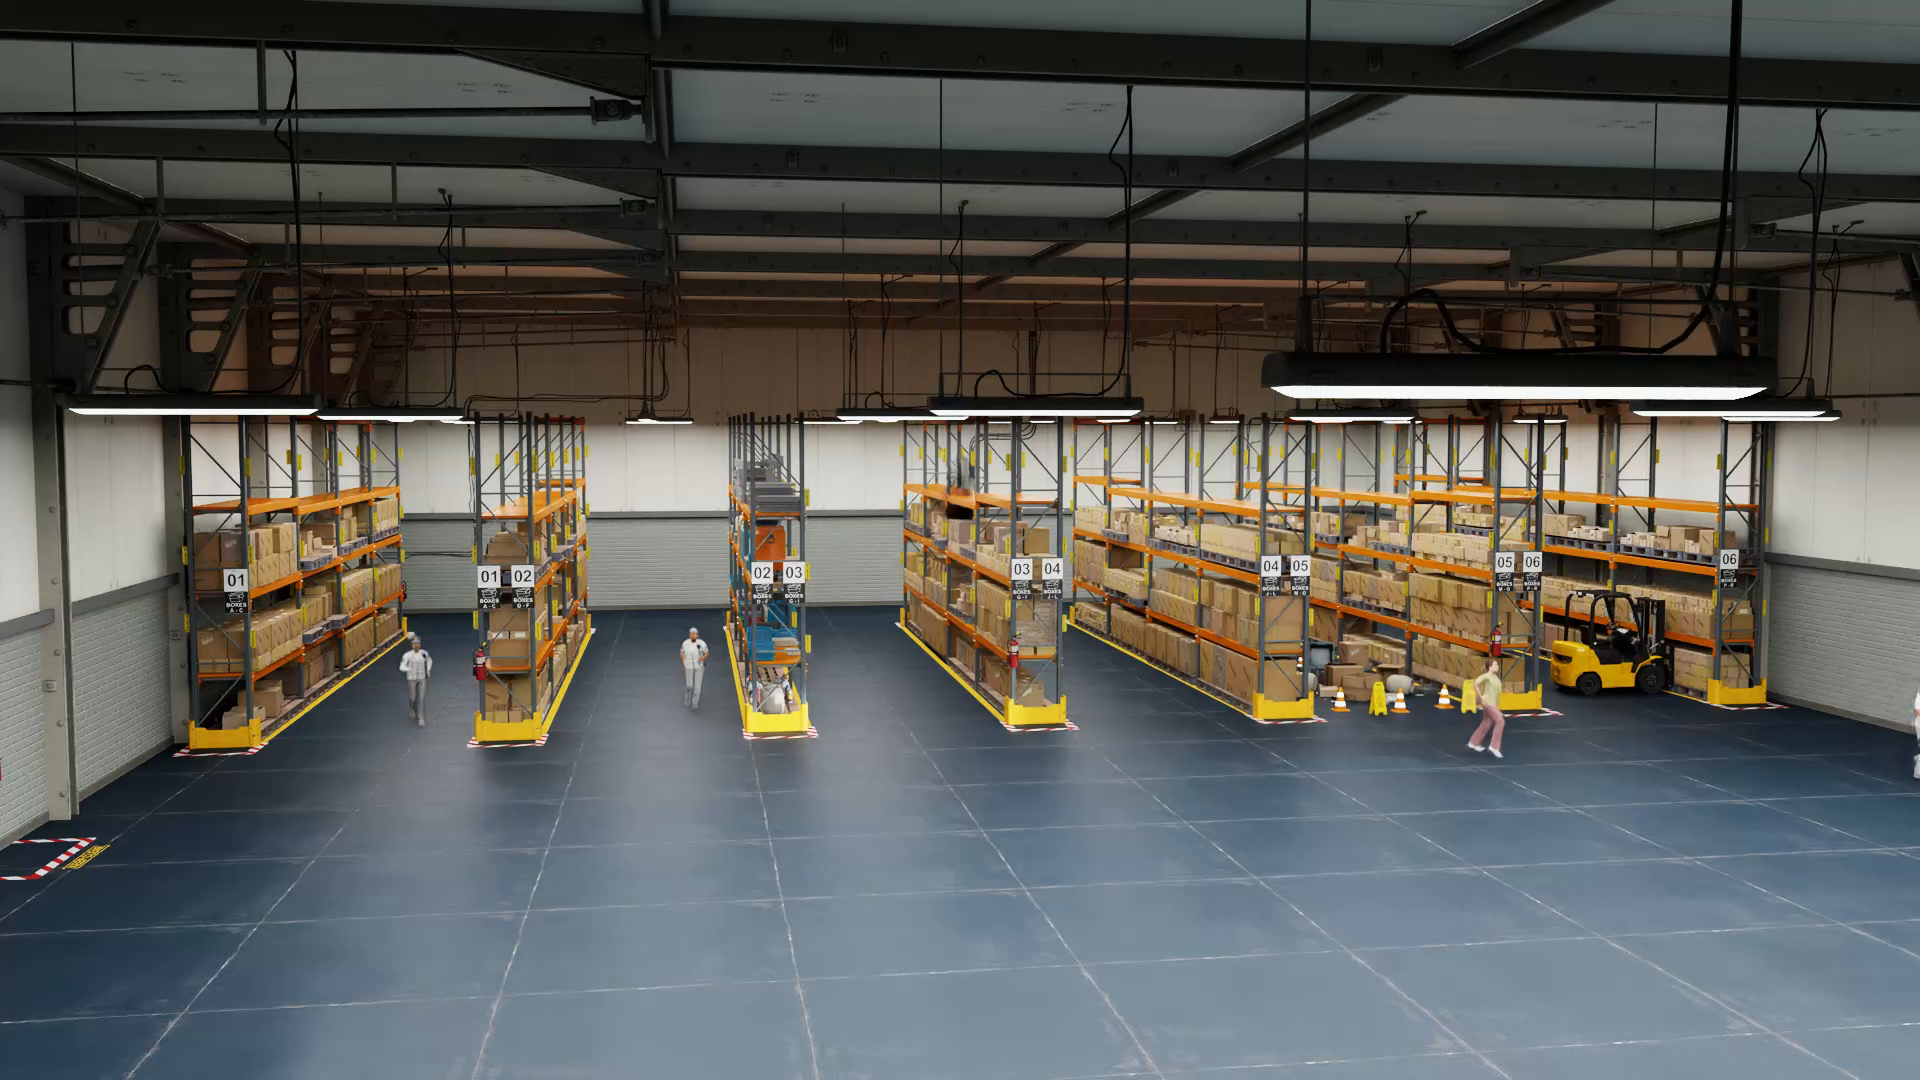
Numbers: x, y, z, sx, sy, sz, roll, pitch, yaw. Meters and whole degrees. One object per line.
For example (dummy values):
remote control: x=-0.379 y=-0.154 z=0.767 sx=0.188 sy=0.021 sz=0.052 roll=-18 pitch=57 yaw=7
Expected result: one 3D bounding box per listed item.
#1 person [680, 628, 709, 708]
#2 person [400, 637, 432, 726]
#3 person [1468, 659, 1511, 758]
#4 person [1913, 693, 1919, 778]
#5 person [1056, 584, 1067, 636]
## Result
person: x=-5.397 y=2.607 z=33.784 sx=0.588 sy=1.633 sz=0.567 roll=0 pitch=4 yaw=-5
person: x=-10.408 y=2.675 z=31.889 sx=0.617 sy=1.667 sz=0.957 roll=-2 pitch=4 yaw=-25
person: x=9.225 y=2.922 z=28.997 sx=0.732 sy=1.723 sz=0.558 roll=3 pitch=5 yaw=35
person: x=15.715 y=3.017 z=26.819 sx=0.673 sy=1.735 sz=0.608 roll=-2 pitch=4 yaw=-24
person: x=2.575 y=1.721 z=45.281 sx=0.659 sy=1.771 sz=1.004 roll=-1 pitch=4 yaw=-10
